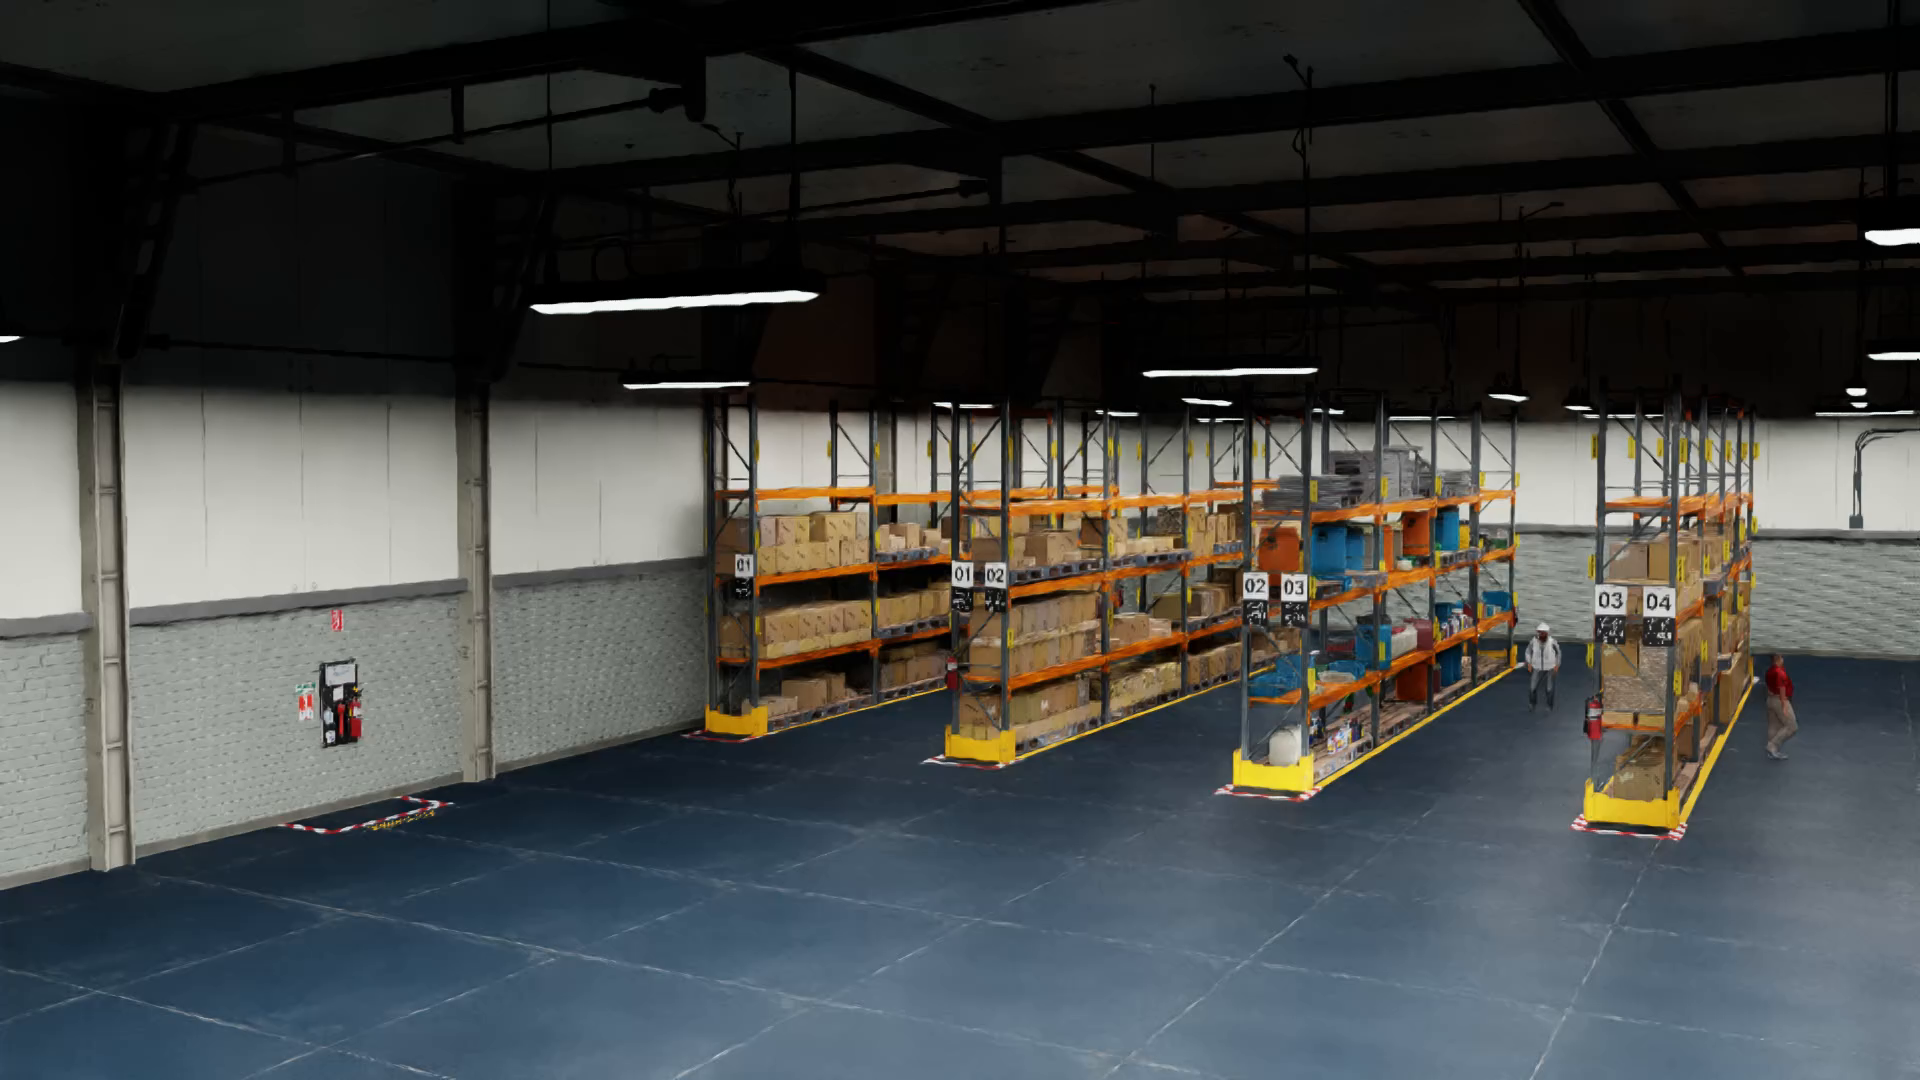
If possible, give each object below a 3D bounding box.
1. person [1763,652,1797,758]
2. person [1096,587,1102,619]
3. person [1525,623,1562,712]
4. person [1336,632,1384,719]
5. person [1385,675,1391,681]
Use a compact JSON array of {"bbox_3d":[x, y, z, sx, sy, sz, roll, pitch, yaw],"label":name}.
[{"bbox_3d":[13.243,2.682,26.945,0.462,1.723,0.588,0,3,0],"label":"person"},{"bbox_3d":[3.394,1.978,39.173,0.525,1.788,0.648,1,3,13],"label":"person"},{"bbox_3d":[11.148,2.429,31.793,0.677,1.726,0.574,2,3,26],"label":"person"},{"bbox_3d":[7.428,2.474,30.757,0.996,1.753,0.595,-3,4,-40],"label":"person"},{"bbox_3d":[9.167,2.202,36.100,0.440,1.675,0.498,0,3,-3],"label":"person"}]
